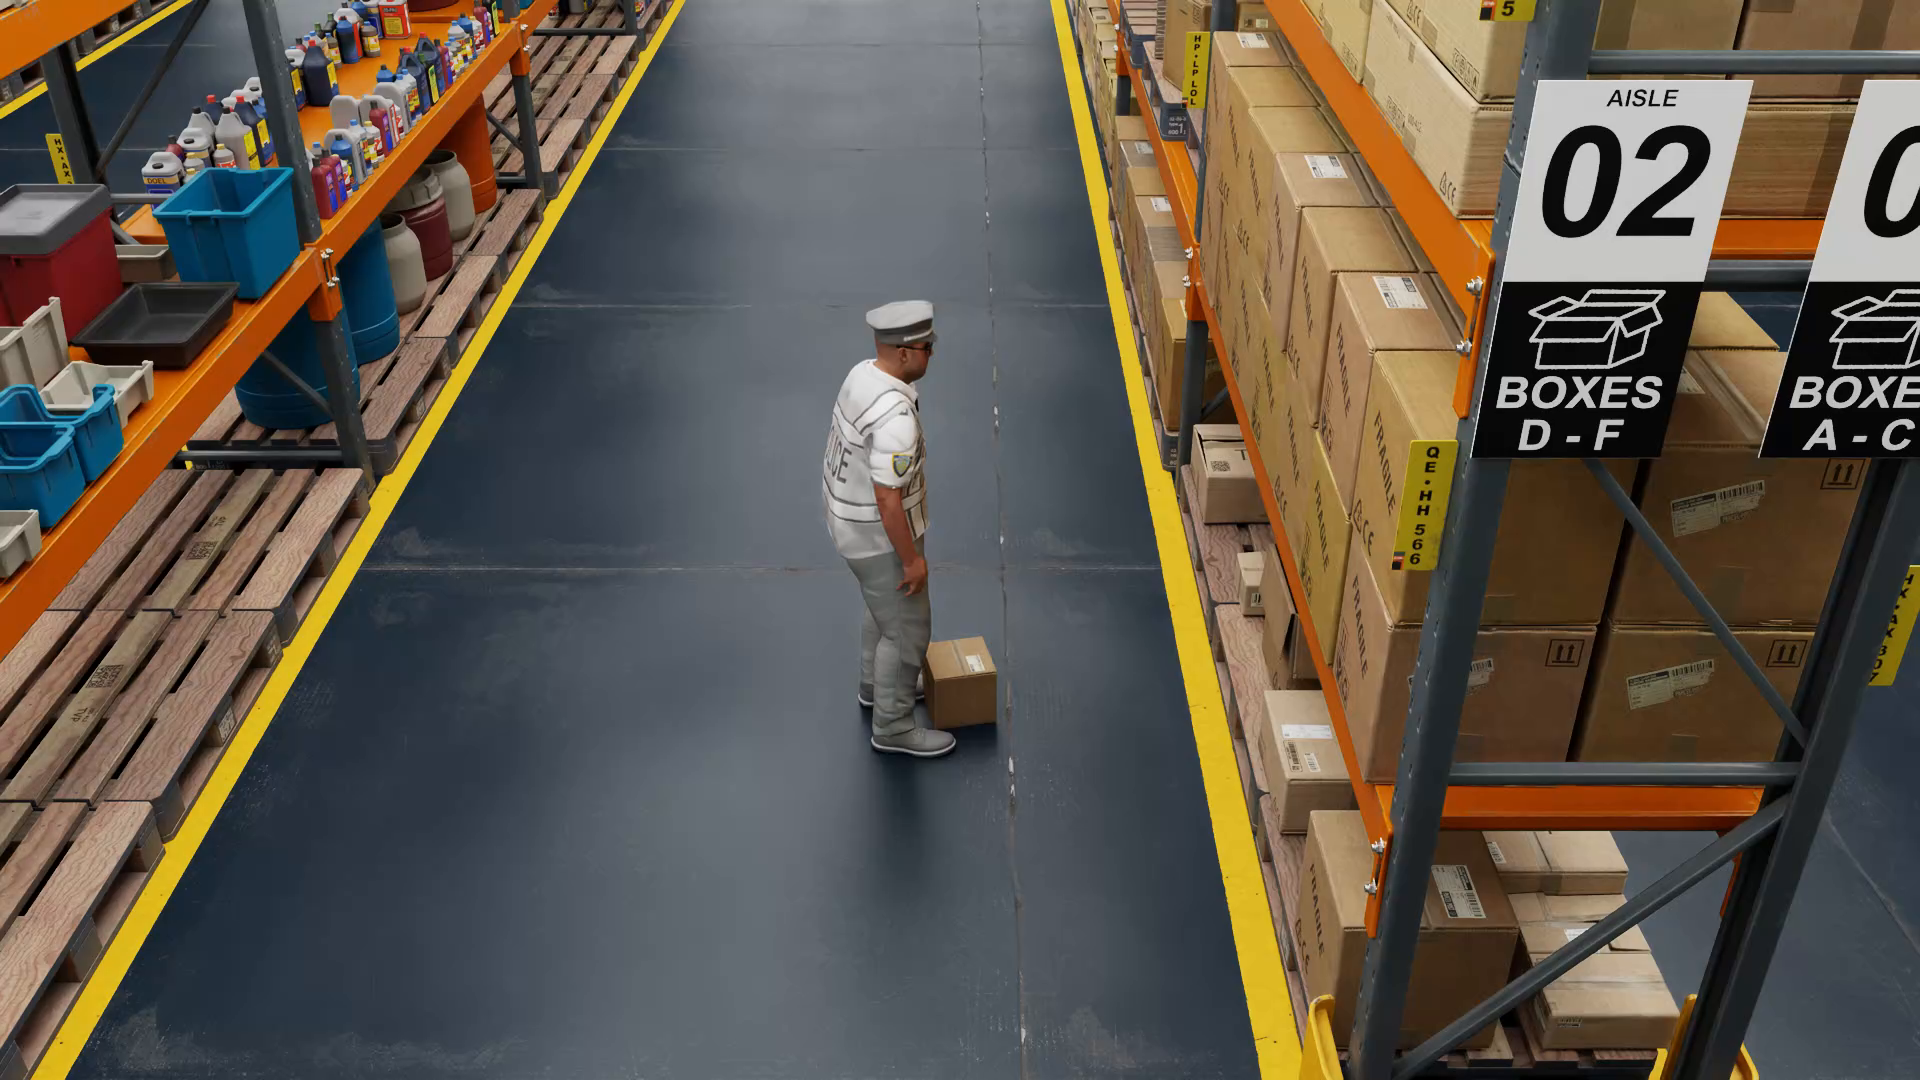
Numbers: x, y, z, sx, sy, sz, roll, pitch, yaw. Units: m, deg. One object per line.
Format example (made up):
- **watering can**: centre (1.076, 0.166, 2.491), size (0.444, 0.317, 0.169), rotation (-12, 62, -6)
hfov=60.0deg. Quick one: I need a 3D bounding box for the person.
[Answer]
- **person**: centre (-0.277, -0.040, 6.193), size (0.437, 1.747, 0.600), rotation (-7, 32, -12)
